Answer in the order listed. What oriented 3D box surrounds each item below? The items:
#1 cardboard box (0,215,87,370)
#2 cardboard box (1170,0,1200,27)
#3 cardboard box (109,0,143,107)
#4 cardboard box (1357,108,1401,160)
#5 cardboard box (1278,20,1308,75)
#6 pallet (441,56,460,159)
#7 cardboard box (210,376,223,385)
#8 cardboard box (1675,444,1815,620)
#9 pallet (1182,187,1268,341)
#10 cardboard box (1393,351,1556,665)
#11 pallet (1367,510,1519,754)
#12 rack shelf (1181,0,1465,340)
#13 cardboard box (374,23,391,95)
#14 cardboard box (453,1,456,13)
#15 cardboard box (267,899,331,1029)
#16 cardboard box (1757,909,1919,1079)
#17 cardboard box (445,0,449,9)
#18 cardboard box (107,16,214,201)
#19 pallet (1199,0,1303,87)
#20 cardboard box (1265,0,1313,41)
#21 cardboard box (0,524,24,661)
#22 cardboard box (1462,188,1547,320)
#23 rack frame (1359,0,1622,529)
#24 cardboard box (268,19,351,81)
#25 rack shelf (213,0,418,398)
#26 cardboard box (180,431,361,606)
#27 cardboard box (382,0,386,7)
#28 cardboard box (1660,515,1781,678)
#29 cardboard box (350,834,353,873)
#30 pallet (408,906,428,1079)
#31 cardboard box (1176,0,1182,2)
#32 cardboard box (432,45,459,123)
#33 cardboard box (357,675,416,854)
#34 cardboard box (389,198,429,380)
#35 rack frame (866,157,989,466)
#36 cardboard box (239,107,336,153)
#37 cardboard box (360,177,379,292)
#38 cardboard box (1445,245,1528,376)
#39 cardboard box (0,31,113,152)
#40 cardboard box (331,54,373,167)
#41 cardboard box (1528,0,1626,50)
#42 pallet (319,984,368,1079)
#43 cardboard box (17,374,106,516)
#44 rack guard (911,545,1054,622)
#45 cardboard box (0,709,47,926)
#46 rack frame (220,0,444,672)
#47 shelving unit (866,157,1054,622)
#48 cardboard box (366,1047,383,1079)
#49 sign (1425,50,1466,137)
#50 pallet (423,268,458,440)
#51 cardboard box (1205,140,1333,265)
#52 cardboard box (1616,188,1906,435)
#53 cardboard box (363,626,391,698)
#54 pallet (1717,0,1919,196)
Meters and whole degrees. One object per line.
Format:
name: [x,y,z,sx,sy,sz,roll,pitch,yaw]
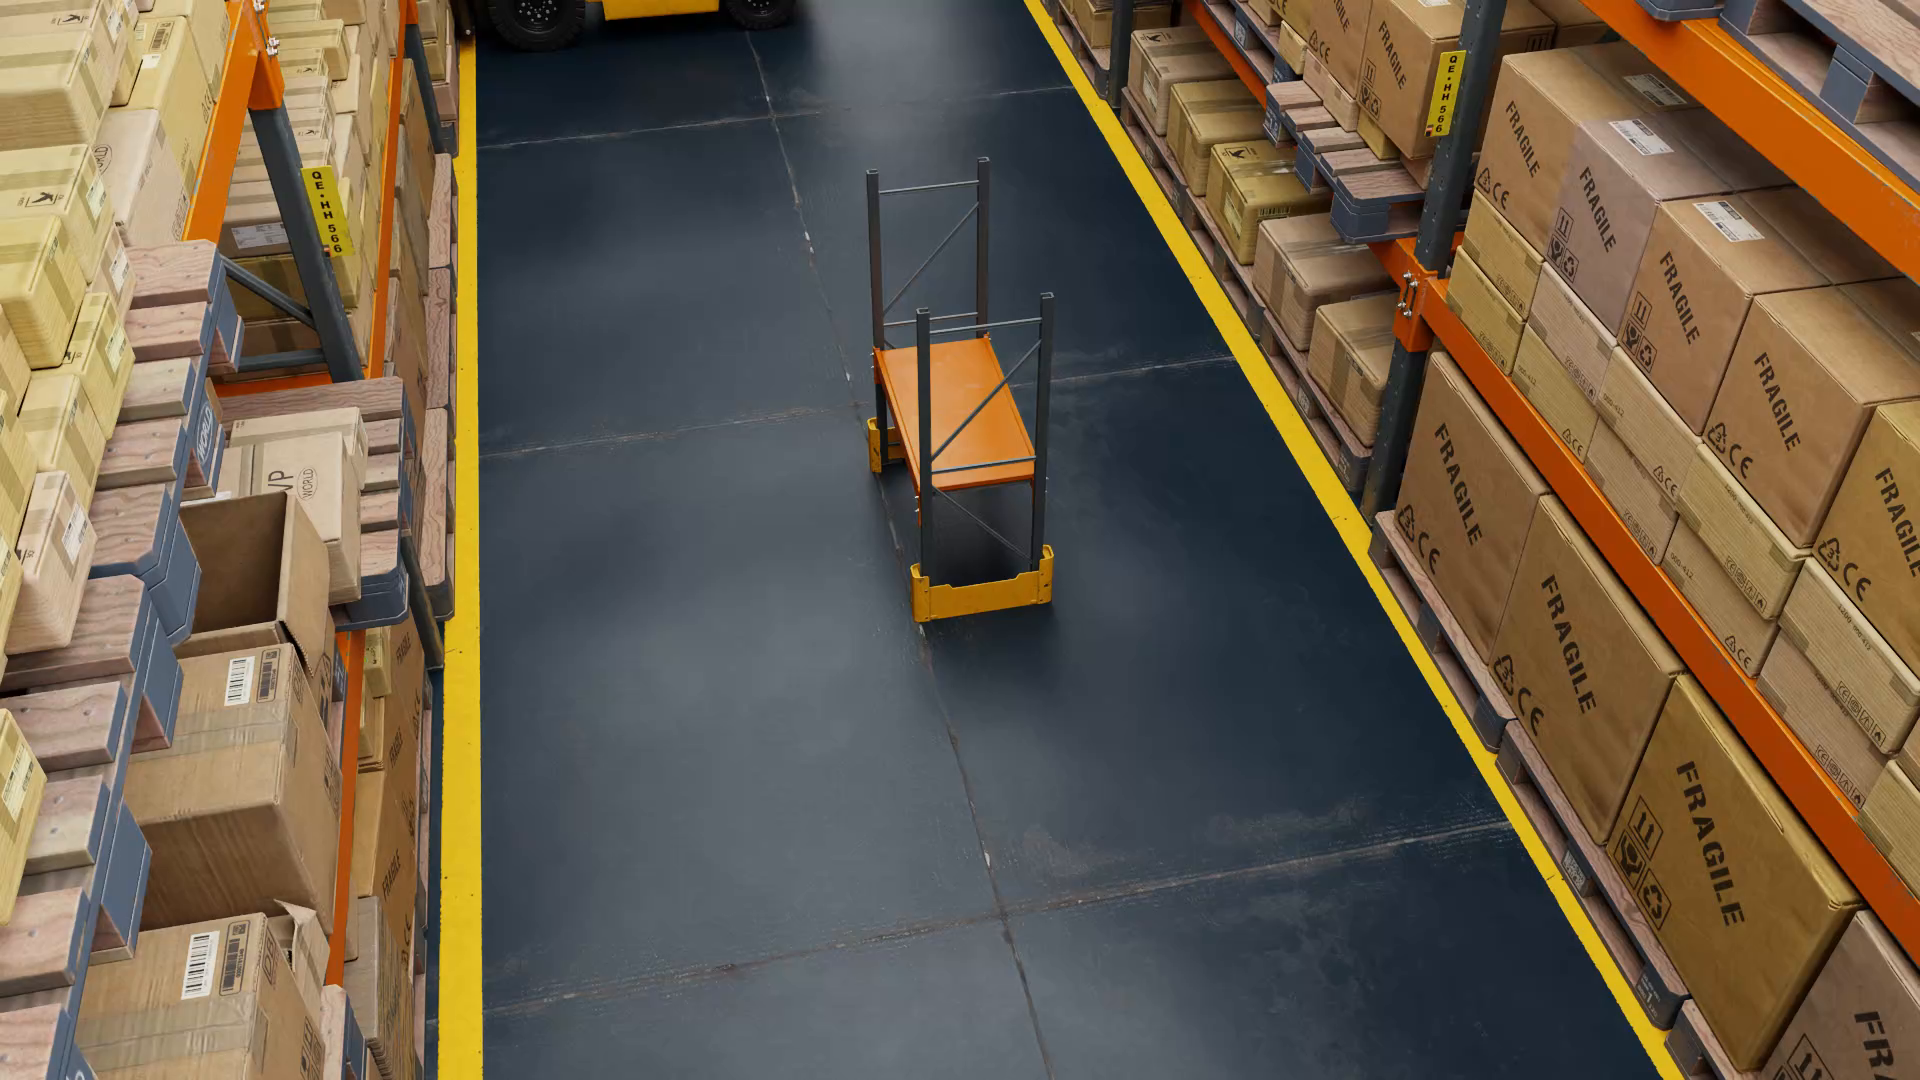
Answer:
cardboard box: [-1.687,-0.392,2.747,0.380,0.149,0.250,-8,42,-9]
cardboard box: [1.549,-3.426,10.605,0.500,0.250,0.500,-10,43,-11]
cardboard box: [-2.093,-1.090,3.771,0.380,0.149,0.250,-8,42,-9]
cardboard box: [1.847,-1.689,6.766,0.380,0.149,0.250,-8,42,-9]
cardboard box: [1.630,-2.186,7.327,0.380,0.149,0.250,-8,42,-9]
pallet: [-3.564,-2.641,10.067,1.003,0.211,1.213,-8,42,-9]
cardboard box: [-2.916,-0.769,5.969,0.500,0.250,0.500,-9,42,-10]
cardboard box: [2.447,-0.060,4.794,0.500,0.250,0.500,-8,42,-9]
pallet: [1.849,-1.537,8.822,1.003,0.211,1.213,-8,42,-9]
cardboard box: [2.344,-0.186,6.485,0.875,0.875,0.875,-9,42,-10]
pallet: [2.373,0.281,6.774,1.003,0.211,1.213,-8,42,-9]
rack shelf: [1.845,-2.311,8.136,1.077,0.370,4.000,-8,42,-9]
cardboard box: [-2.877,-2.166,7.544,0.500,0.250,0.500,-8,42,-9]
cardboard box: [-3.555,-3.642,10.849,0.500,0.250,0.500,-7,42,-8]
cardboard box: [-1.631,0.961,3.693,0.396,0.266,0.258,-6,42,-7]
cardboard box: [2.928,1.556,4.521,0.875,0.875,0.875,-7,42,-8]
cardboard box: [-3.444,-3.490,10.300,0.500,0.250,0.500,-9,42,-10]
cardboard box: [-2.112,-1.012,3.984,0.500,0.250,0.500,-8,42,-9]
pallet: [1.809,-2.489,7.939,1.003,0.211,1.213,-8,42,-9]
cardboard box: [1.674,-2.505,7.196,0.500,0.500,0.500,-11,43,-12]
cardboard box: [-1.483,0.100,2.192,0.380,0.149,0.250,-9,42,-10]
cardboard box: [2.145,-1.051,5.910,0.500,0.250,0.500,-9,42,-10]
rack frame: [2.276,-1.284,6.436,1.000,3.000,0.127,-8,42,-9]
cardboard box: [-2.639,-1.934,6.605,0.380,0.149,0.250,-8,42,-8]
rack shelf: [-3.001,-1.597,7.332,1.077,0.370,4.000,-8,42,-9]
cardboard box: [-2.026,-0.033,4.825,0.500,0.250,0.500,-10,43,-11]
cardboard box: [-2.959,-2.680,7.745,0.500,0.250,0.500,-9,42,-10]
cardboard box: [2.482,0.116,4.972,0.500,0.250,0.500,-8,42,-9]
cardboard box: [-2.046,0.938,5.012,0.380,0.149,0.250,-9,42,-10]
pallet: [-2.185,1.752,5.118,1.003,0.211,1.213,-8,42,-9]
cardboard box: [1.549,-3.707,10.356,0.500,0.500,0.500,-6,42,-7]
cardboard box: [-3.214,-2.652,9.734,0.500,0.250,0.500,-8,42,-9]
cardboard box: [-2.170,0.777,5.682,0.500,0.500,0.500,-9,42,-10]
cardboard box: [-2.985,-1.104,7.707,0.875,0.625,0.625,-10,43,-11]
rack frame: [-0.128,-0.946,7.186,0.500,1.500,0.032,-8,42,-9]
cardboard box: [-2.490,-1.434,6.043,0.380,0.149,0.250,-7,42,-8]
cardboard box: [-2.530,-1.163,6.414,0.500,0.250,0.500,-9,42,-10]
cardboard box: [2.136,-0.874,6.088,0.500,0.250,0.500,-9,42,-10]
cardboard box: [-1.926,-0.874,3.305,0.380,0.149,0.250,-8,42,-9]
cardboard box: [-2.629,-1.690,6.631,0.500,0.250,0.500,-9,42,-10]
cardboard box: [2.405,-1.914,6.531,0.500,0.500,0.500,-9,42,-10]
pallet: [-1.772,1.561,3.376,1.003,0.211,1.213,-8,42,-9]
cardboard box: [-1.605,-0.112,2.655,0.380,0.149,0.250,-9,42,-10]
rack guard: [0.091,0.180,6.859,0.587,0.250,0.087,-8,42,-9]
cardboard box: [-1.404,0.377,2.104,0.380,0.149,0.250,-8,42,-9]
rack frame: [-2.569,-0.570,5.633,1.000,3.000,0.127,-8,42,-9]
shelving unit: [-0.016,-0.610,6.808,0.587,1.500,1.083,-8,42,-9]
cardboard box: [-1.819,1.787,4.544,0.500,0.500,0.500,-10,42,-11]
sign: [1.749,-1.603,5.984,0.100,0.325,0.005,-8,42,-9]
pallet: [-2.969,-0.856,8.055,1.003,0.211,1.213,-8,42,-9]
cardboard box: [1.839,-1.795,8.676,0.950,0.372,0.625,-7,42,-8]
cardboard box: [2.357,-0.682,4.931,0.500,0.500,0.500,-7,42,-8]
cardboard box: [-2.126,0.422,5.594,0.380,0.149,0.250,-10,43,-12]
pallet: [2.712,-1.201,4.226,1.003,0.211,1.213,-7,42,-7]
